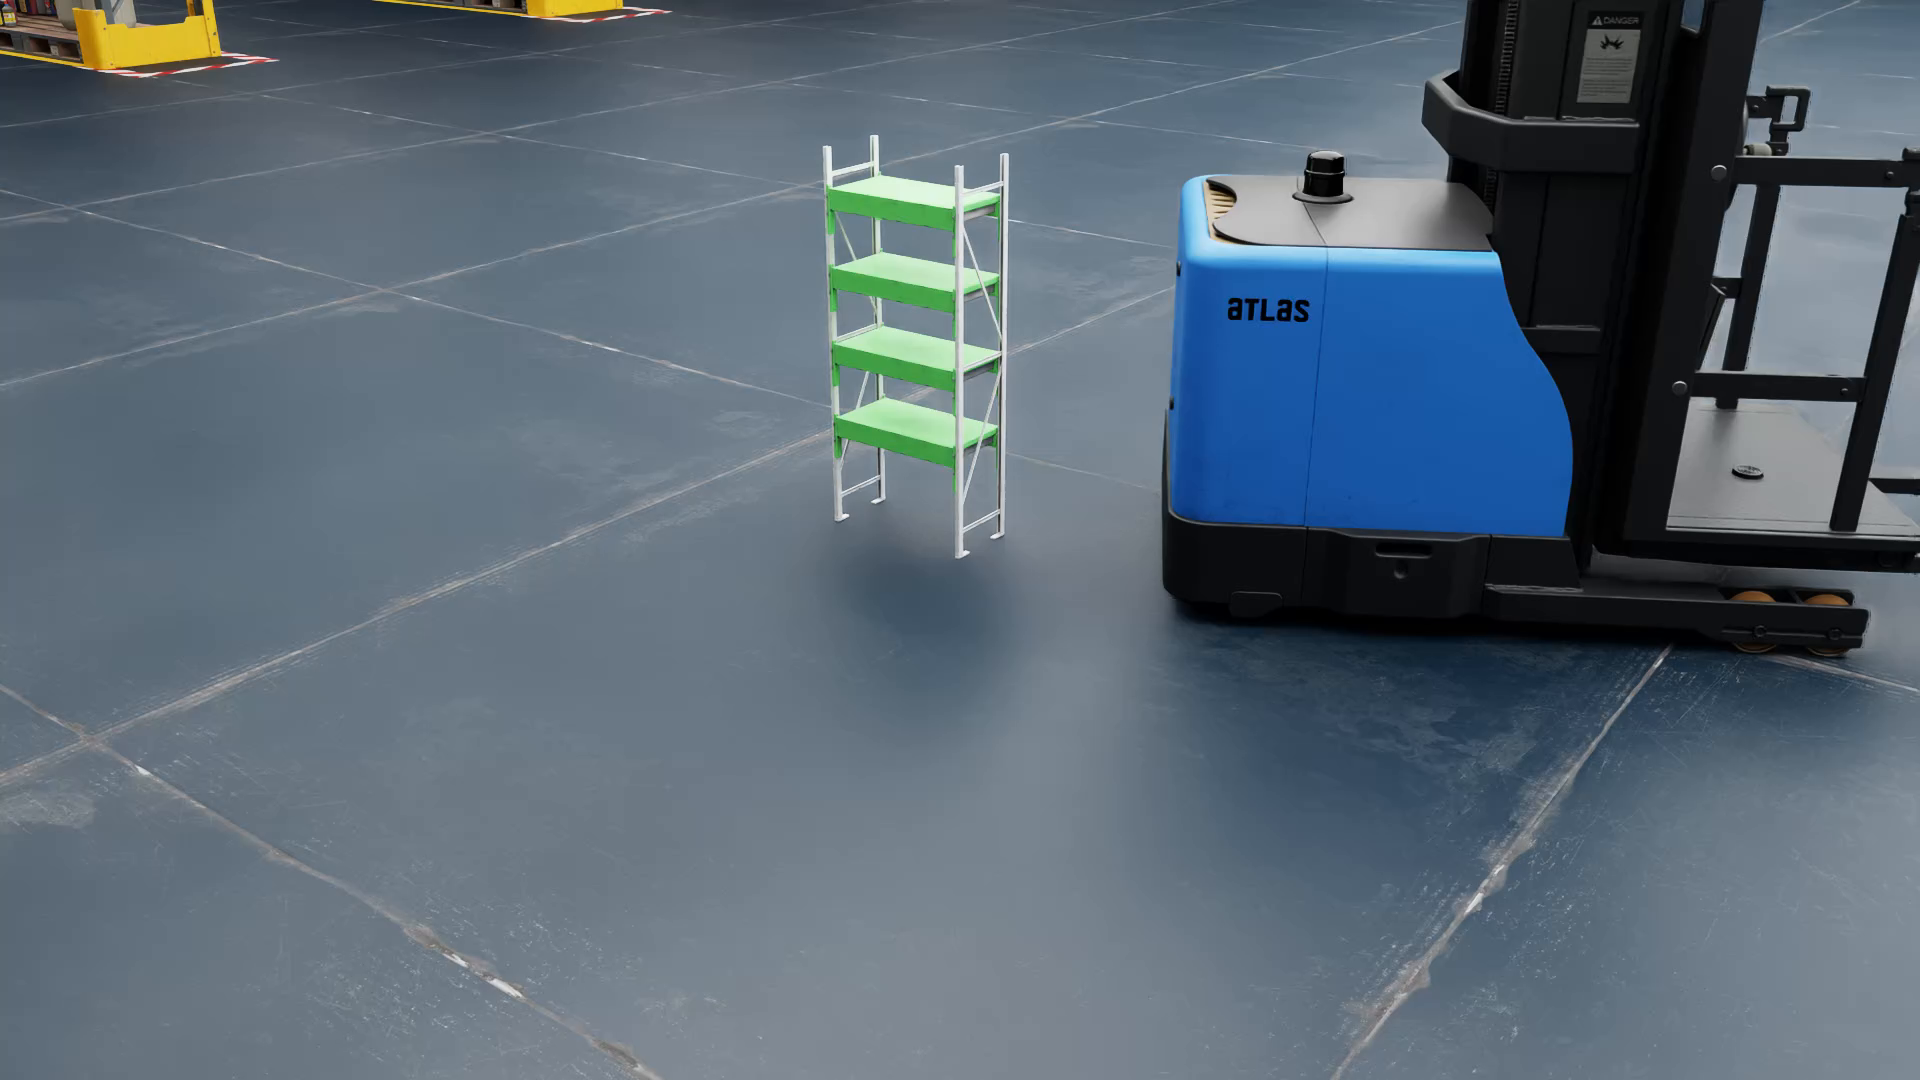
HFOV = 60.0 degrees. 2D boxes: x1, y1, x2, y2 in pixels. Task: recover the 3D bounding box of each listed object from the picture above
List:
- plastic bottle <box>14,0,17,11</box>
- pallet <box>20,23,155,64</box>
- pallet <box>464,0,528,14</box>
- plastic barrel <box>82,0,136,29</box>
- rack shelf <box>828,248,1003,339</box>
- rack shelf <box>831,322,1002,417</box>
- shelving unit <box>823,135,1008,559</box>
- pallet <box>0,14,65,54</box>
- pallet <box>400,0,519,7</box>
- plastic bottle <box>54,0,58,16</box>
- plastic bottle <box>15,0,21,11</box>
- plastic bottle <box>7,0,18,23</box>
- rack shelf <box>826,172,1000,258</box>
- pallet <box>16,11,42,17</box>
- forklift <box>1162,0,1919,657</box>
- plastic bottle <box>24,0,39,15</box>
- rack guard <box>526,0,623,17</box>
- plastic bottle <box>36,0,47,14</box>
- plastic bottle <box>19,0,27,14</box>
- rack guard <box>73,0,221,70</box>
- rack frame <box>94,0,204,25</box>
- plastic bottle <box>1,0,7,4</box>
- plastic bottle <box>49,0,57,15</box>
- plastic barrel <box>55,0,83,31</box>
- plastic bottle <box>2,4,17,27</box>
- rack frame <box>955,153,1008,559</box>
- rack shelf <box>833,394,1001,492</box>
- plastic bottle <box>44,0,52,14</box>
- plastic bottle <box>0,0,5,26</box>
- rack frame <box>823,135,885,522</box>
[{"bbox_3d":[-9.682,-5.496,16.836,0.135,0.276,0.152,17,29,33],"label":"plastic bottle"},{"bbox_3d":[-7.990,-4.662,15.569,1.213,0.211,1.003,17,29,33],"label":"pallet"},{"bbox_3d":[-4.973,-6.285,19.252,1.213,0.211,1.003,17,29,33],"label":"pallet"},{"bbox_3d":[-7.827,-4.925,15.272,0.421,0.512,0.421,0,24,0],"label":"plastic barrel"},{"bbox_3d":[-0.132,-0.750,5.028,0.480,0.148,0.258,17,29,33],"label":"rack shelf"},{"bbox_3d":[-0.132,-0.531,5.125,0.480,0.148,0.258,17,29,33],"label":"rack shelf"},{"bbox_3d":[-0.132,-0.589,5.099,0.503,1.200,0.258,17,29,33],"label":"shelving unit"},{"bbox_3d":[-8.962,-4.957,16.239,1.213,0.211,1.003,17,29,33],"label":"pallet"},{"bbox_3d":[-5.945,-6.580,19.922,1.213,0.211,1.003,17,29,33],"label":"pallet"},{"bbox_3d":[-8.952,-5.327,16.546,0.097,0.201,0.097,0,24,0],"label":"plastic bottle"},{"bbox_3d":[-9.613,-5.584,16.943,0.185,0.351,0.144,15,28,31],"label":"plastic bottle"},{"bbox_3d":[-9.109,-5.102,15.932,0.133,0.283,0.061,17,29,33],"label":"plastic bottle"},{"bbox_3d":[-0.132,-0.970,4.931,0.480,0.148,0.258,17,29,33],"label":"rack shelf"},{"bbox_3d":[-9.943,-5.252,16.908,1.213,0.211,1.003,17,29,33],"label":"pallet"},{"bbox_3d":[2.135,-1.249,4.451,3.031,2.935,1.130,2,24,6],"label":"forklift"},{"bbox_3d":[-9.291,-5.400,16.609,0.133,0.283,0.061,17,29,33],"label":"plastic bottle"},{"bbox_3d":[-4.345,-6.209,18.722,0.348,0.500,1.175,17,29,33],"label":"rack guard"},{"bbox_3d":[-9.227,-5.431,16.688,0.135,0.276,0.152,17,29,34],"label":"plastic bottle"},{"bbox_3d":[-9.396,-5.436,16.690,0.133,0.283,0.061,17,29,33],"label":"plastic bottle"},{"bbox_3d":[-7.343,-4.596,15.061,0.348,0.500,1.175,17,29,33],"label":"rack guard"},{"bbox_3d":[-7.254,-5.737,14.550,0.127,3.000,1.000,17,29,33],"label":"rack frame"},{"bbox_3d":[-9.172,-5.064,15.855,0.135,0.276,0.152,17,29,34],"label":"plastic bottle"},{"bbox_3d":[-9.035,-5.384,16.589,0.097,0.271,0.097,0,24,0],"label":"plastic bottle"},{"bbox_3d":[-8.228,-5.046,15.547,0.421,0.512,0.421,0,24,0],"label":"plastic barrel"},{"bbox_3d":[-8.987,-4.960,15.712,0.097,0.201,0.097,0,24,0],"label":"plastic bottle"},{"bbox_3d":[0.063,-0.530,4.965,0.015,1.200,0.240,17,29,33],"label":"rack frame"},{"bbox_3d":[-0.132,-0.311,5.221,0.480,0.148,0.258,17,29,33],"label":"rack shelf"},{"bbox_3d":[-9.116,-5.377,16.659,0.097,0.201,0.097,0,24,0],"label":"plastic bottle"},{"bbox_3d":[-9.091,-5.020,15.746,0.133,0.283,0.061,18,29,35],"label":"plastic bottle"},{"bbox_3d":[-0.328,-0.648,5.233,0.015,1.200,0.240,17,29,33],"label":"rack frame"}]
